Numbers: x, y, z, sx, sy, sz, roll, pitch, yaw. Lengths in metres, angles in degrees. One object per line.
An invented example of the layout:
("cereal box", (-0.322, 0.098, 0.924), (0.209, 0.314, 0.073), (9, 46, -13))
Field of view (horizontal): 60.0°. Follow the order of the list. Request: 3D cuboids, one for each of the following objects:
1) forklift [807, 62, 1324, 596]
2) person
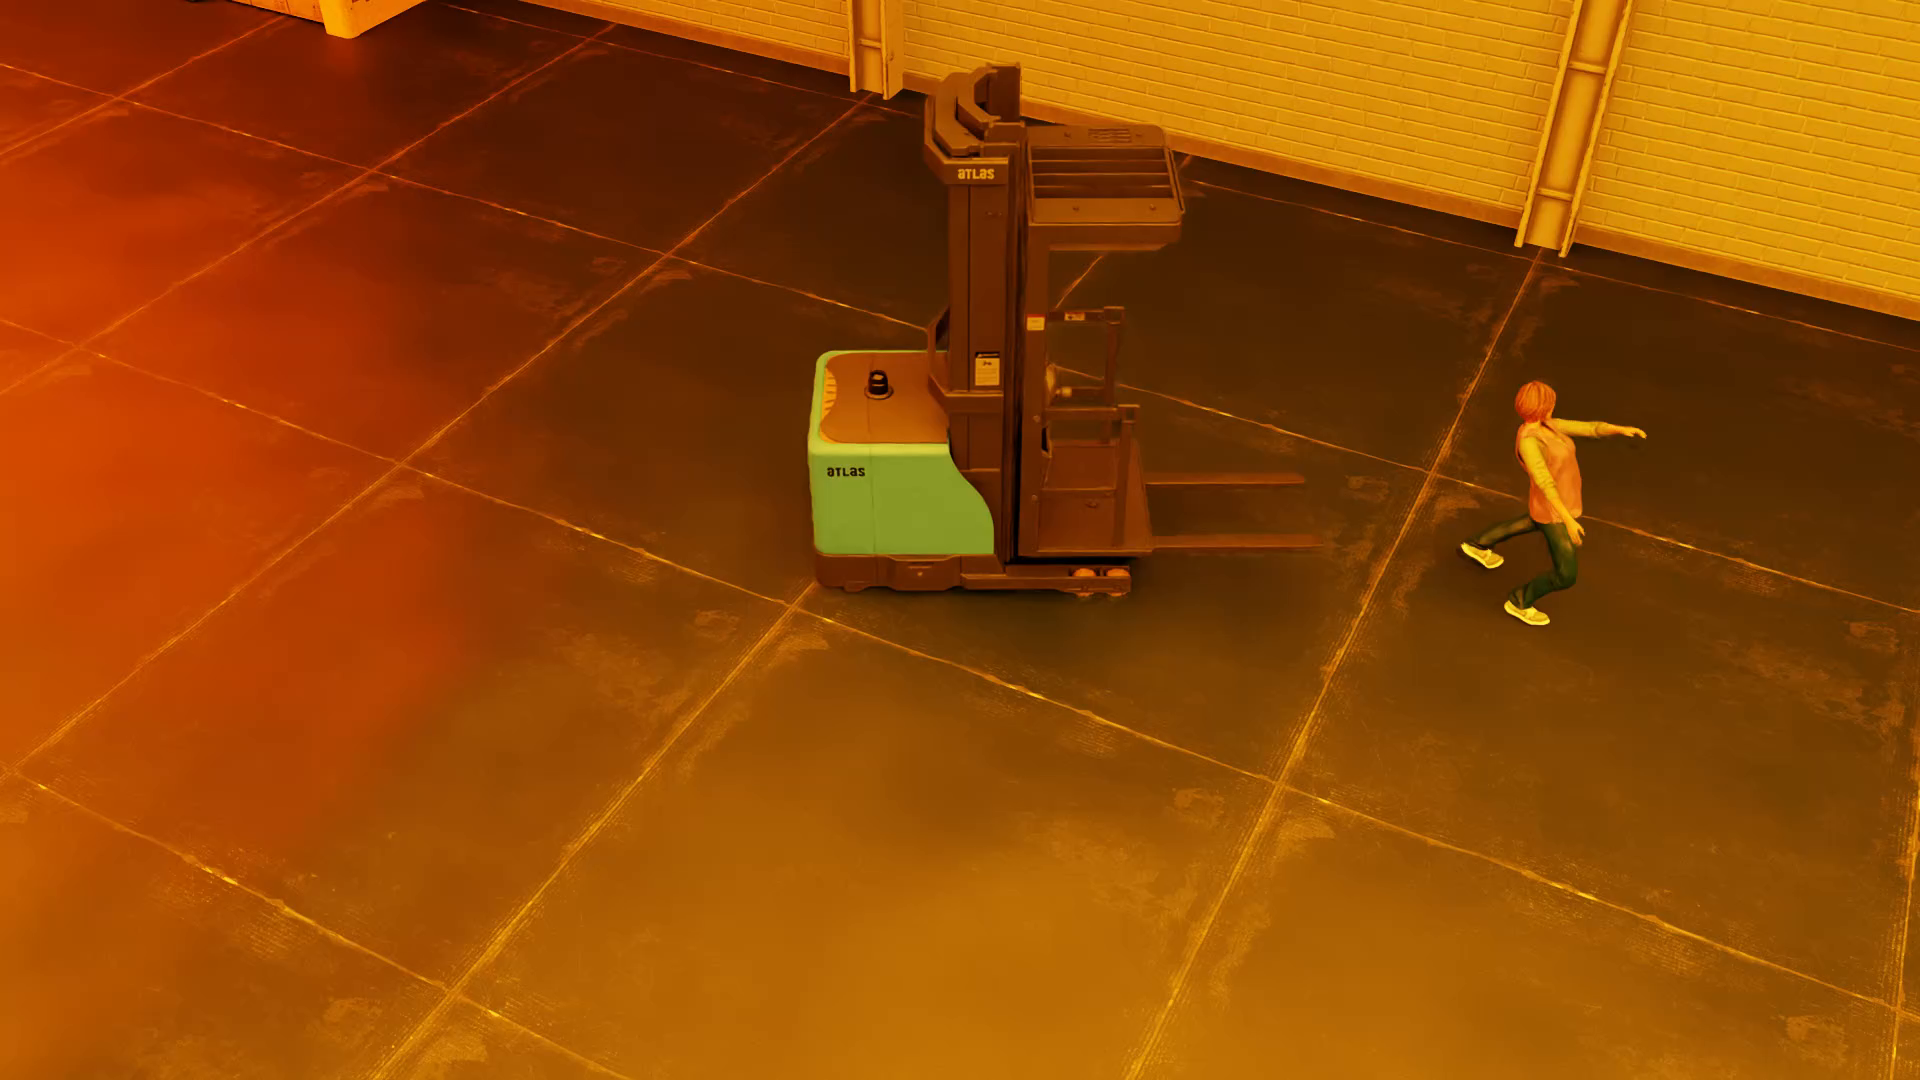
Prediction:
("forklift", (0.646, -1.132, 9.330), (3.031, 2.935, 1.130), (0, 40, 0))
("person", (3.313, -0.128, 9.311), (0.739, 1.407, 0.855), (7, 41, 8))
